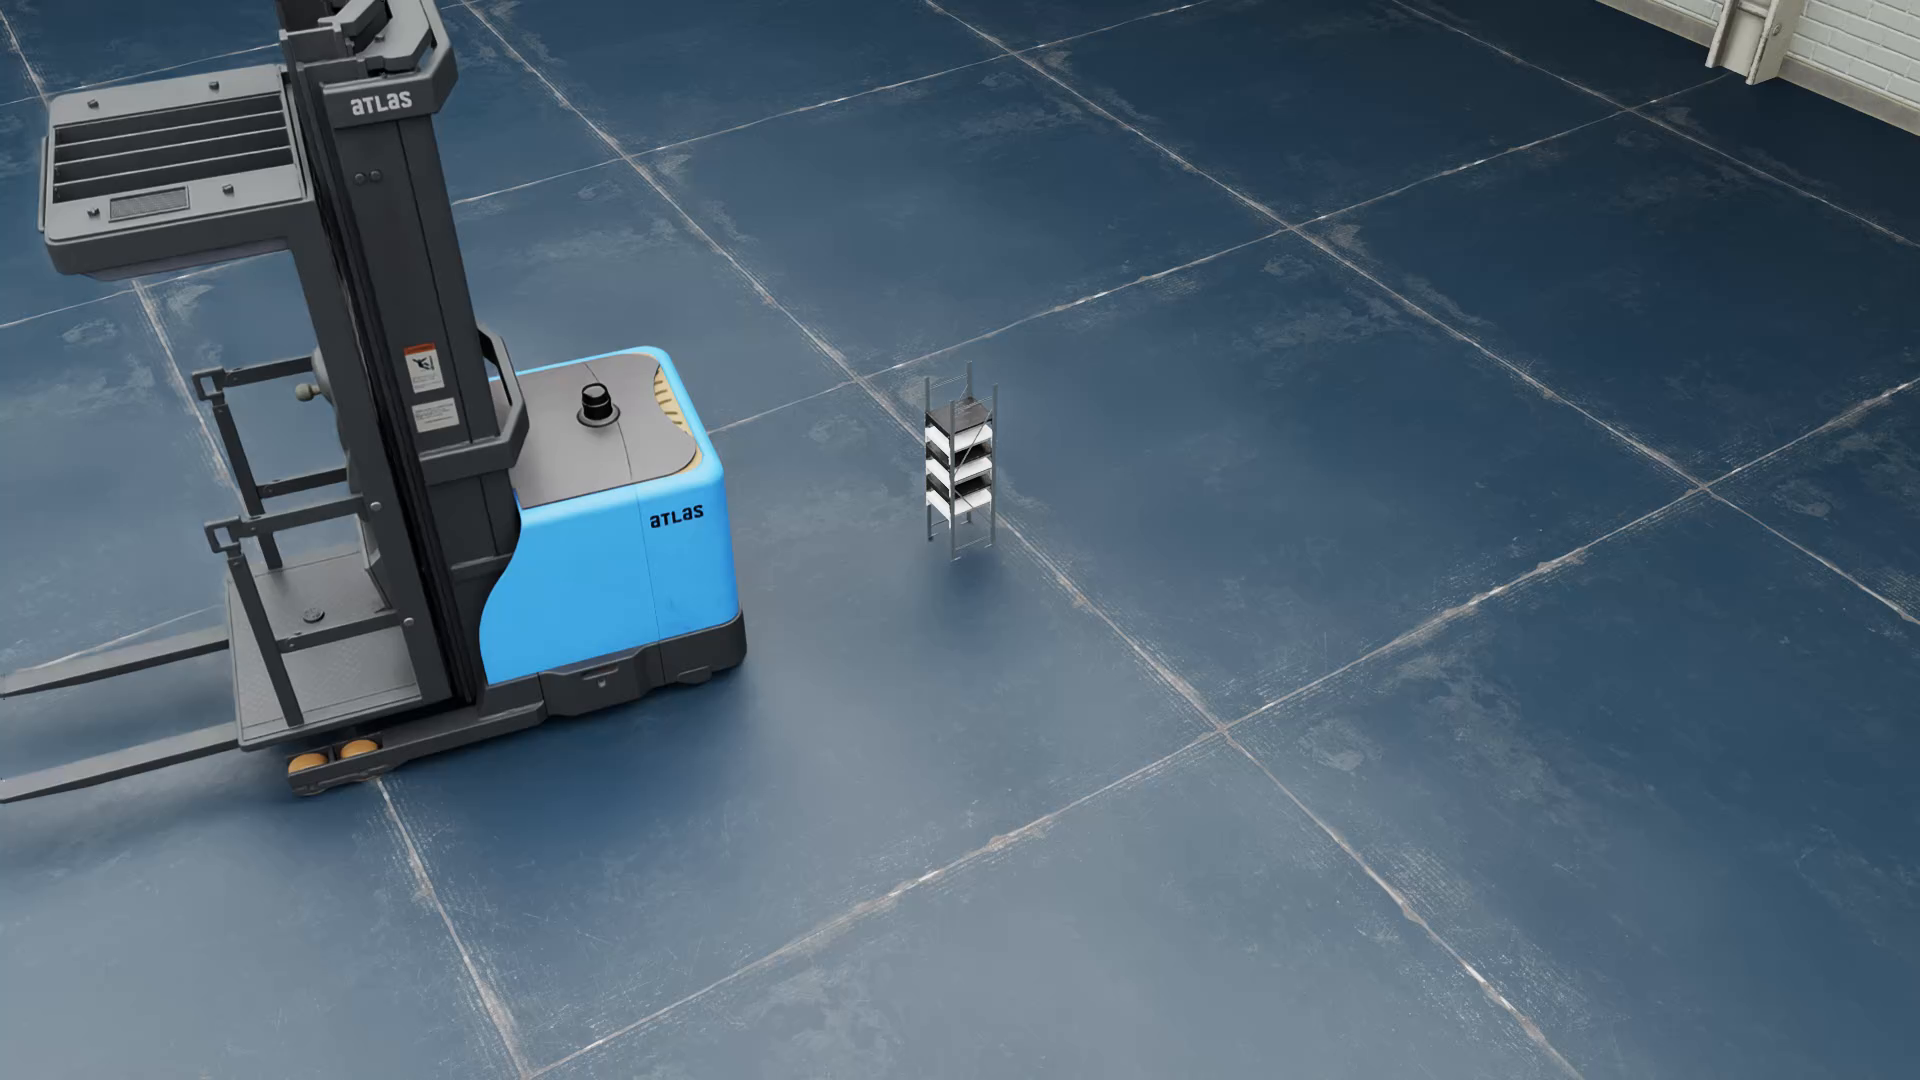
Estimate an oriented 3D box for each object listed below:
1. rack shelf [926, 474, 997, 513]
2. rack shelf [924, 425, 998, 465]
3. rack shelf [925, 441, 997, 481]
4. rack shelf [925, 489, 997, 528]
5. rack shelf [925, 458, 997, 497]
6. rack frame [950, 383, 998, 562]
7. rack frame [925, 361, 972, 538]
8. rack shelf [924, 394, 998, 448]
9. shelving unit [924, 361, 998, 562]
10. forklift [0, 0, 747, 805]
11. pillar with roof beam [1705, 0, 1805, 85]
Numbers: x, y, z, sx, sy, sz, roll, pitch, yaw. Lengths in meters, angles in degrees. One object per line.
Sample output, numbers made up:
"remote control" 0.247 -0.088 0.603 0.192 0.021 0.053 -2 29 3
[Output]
"rack shelf" 0.004 -0.247 7.536 0.258 0.077 0.200 -22 45 -24
"rack shelf" 0.004 -0.454 7.363 0.258 0.077 0.200 -22 45 -24
"rack shelf" 0.004 -0.385 7.420 0.258 0.077 0.200 -22 45 -24
"rack shelf" 0.004 -0.177 7.593 0.258 0.077 0.200 -22 45 -24
"rack shelf" 0.004 -0.316 7.478 0.258 0.077 0.200 -22 45 -24
"rack frame" 0.059 -0.286 7.391 0.240 0.900 0.006 -22 45 -24
"rack frame" -0.050 -0.396 7.523 0.240 0.900 0.006 -22 45 -24
"rack shelf" 0.004 -0.523 7.305 0.258 0.077 0.200 -22 45 -24
"shelving unit" 0.004 -0.341 7.457 0.258 0.900 0.210 -22 45 -24
"forklift" -2.474 -0.509 6.071 3.031 2.935 1.130 -14 42 -17
"pillar with roof beam" 1.887 -5.290 7.068 9.100 9.000 0.400 -22 45 -24
